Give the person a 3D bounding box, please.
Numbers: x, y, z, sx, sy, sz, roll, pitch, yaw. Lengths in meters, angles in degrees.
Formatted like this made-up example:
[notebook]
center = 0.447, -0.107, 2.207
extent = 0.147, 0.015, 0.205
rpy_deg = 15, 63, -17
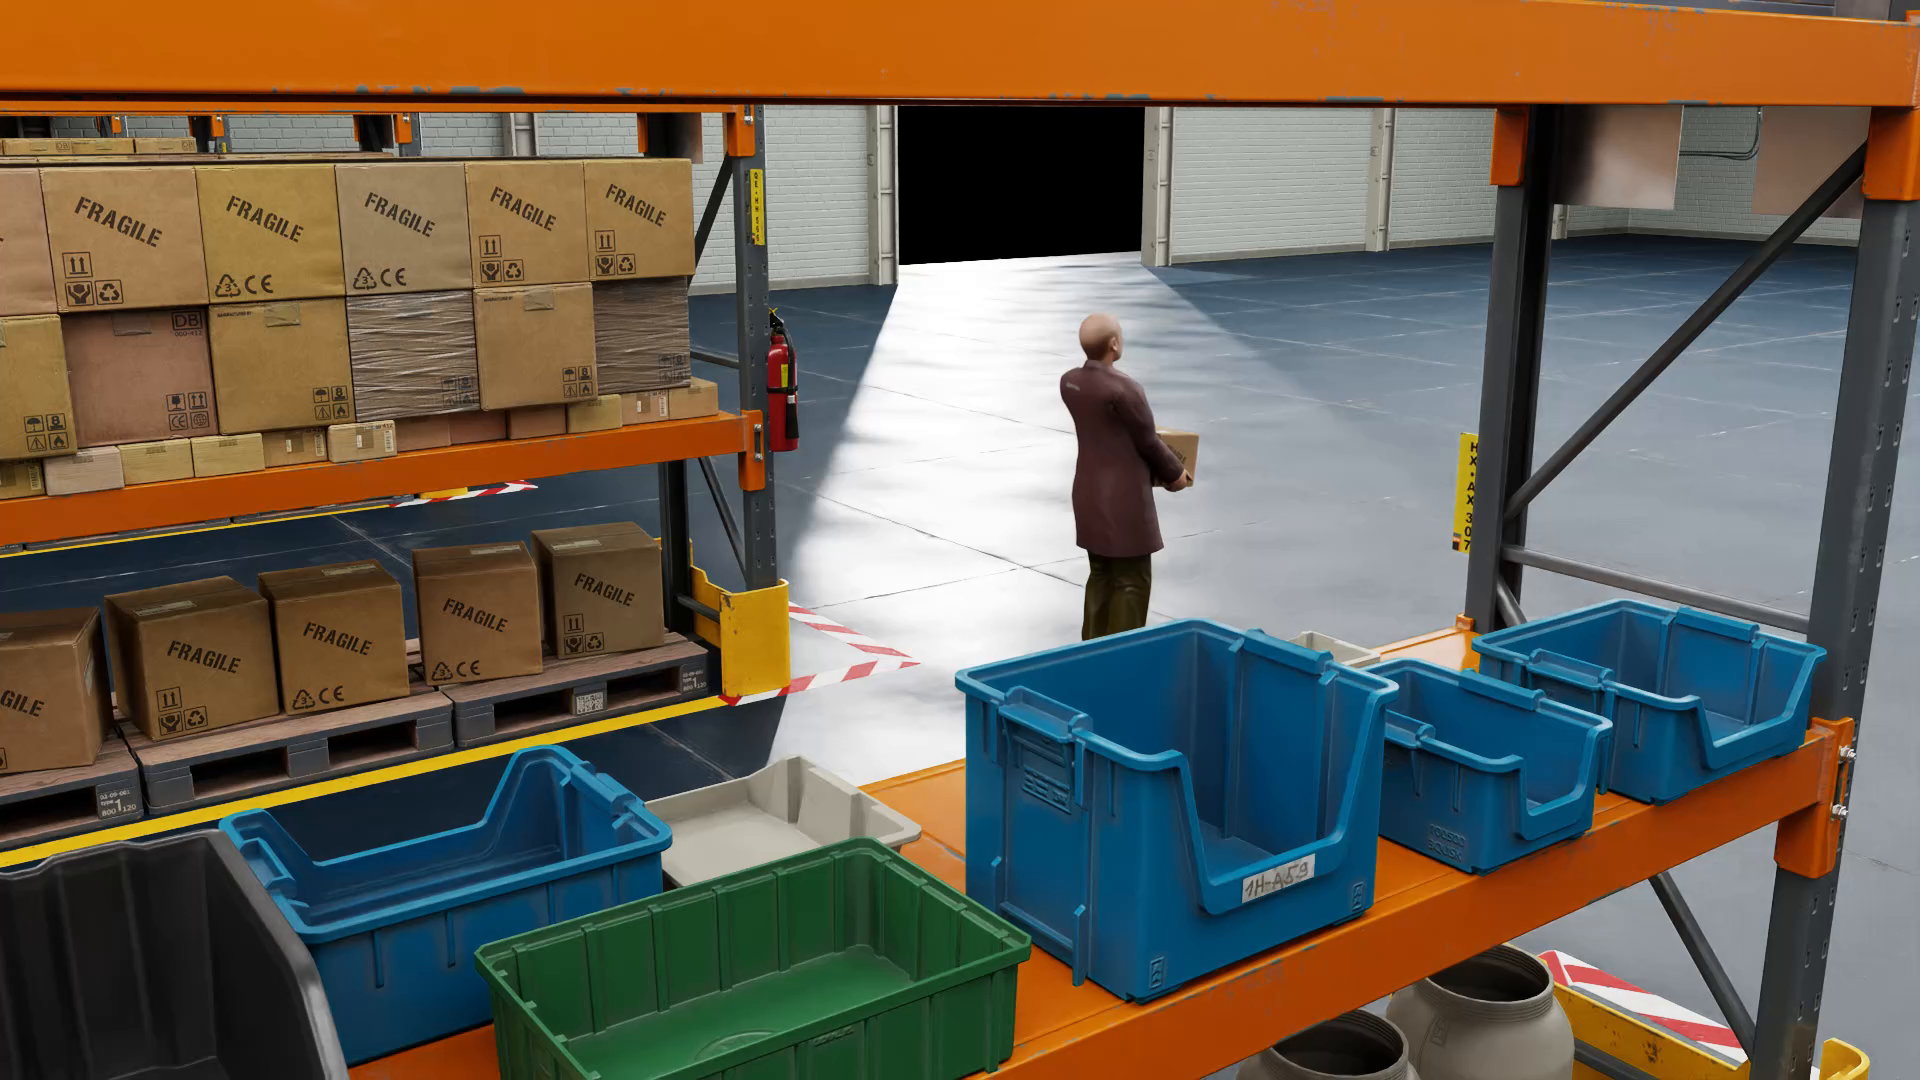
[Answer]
[person]
center = 0.785, -0.193, 7.810
extent = 0.555, 1.769, 0.530
rpy_deg = -10, 17, -34
